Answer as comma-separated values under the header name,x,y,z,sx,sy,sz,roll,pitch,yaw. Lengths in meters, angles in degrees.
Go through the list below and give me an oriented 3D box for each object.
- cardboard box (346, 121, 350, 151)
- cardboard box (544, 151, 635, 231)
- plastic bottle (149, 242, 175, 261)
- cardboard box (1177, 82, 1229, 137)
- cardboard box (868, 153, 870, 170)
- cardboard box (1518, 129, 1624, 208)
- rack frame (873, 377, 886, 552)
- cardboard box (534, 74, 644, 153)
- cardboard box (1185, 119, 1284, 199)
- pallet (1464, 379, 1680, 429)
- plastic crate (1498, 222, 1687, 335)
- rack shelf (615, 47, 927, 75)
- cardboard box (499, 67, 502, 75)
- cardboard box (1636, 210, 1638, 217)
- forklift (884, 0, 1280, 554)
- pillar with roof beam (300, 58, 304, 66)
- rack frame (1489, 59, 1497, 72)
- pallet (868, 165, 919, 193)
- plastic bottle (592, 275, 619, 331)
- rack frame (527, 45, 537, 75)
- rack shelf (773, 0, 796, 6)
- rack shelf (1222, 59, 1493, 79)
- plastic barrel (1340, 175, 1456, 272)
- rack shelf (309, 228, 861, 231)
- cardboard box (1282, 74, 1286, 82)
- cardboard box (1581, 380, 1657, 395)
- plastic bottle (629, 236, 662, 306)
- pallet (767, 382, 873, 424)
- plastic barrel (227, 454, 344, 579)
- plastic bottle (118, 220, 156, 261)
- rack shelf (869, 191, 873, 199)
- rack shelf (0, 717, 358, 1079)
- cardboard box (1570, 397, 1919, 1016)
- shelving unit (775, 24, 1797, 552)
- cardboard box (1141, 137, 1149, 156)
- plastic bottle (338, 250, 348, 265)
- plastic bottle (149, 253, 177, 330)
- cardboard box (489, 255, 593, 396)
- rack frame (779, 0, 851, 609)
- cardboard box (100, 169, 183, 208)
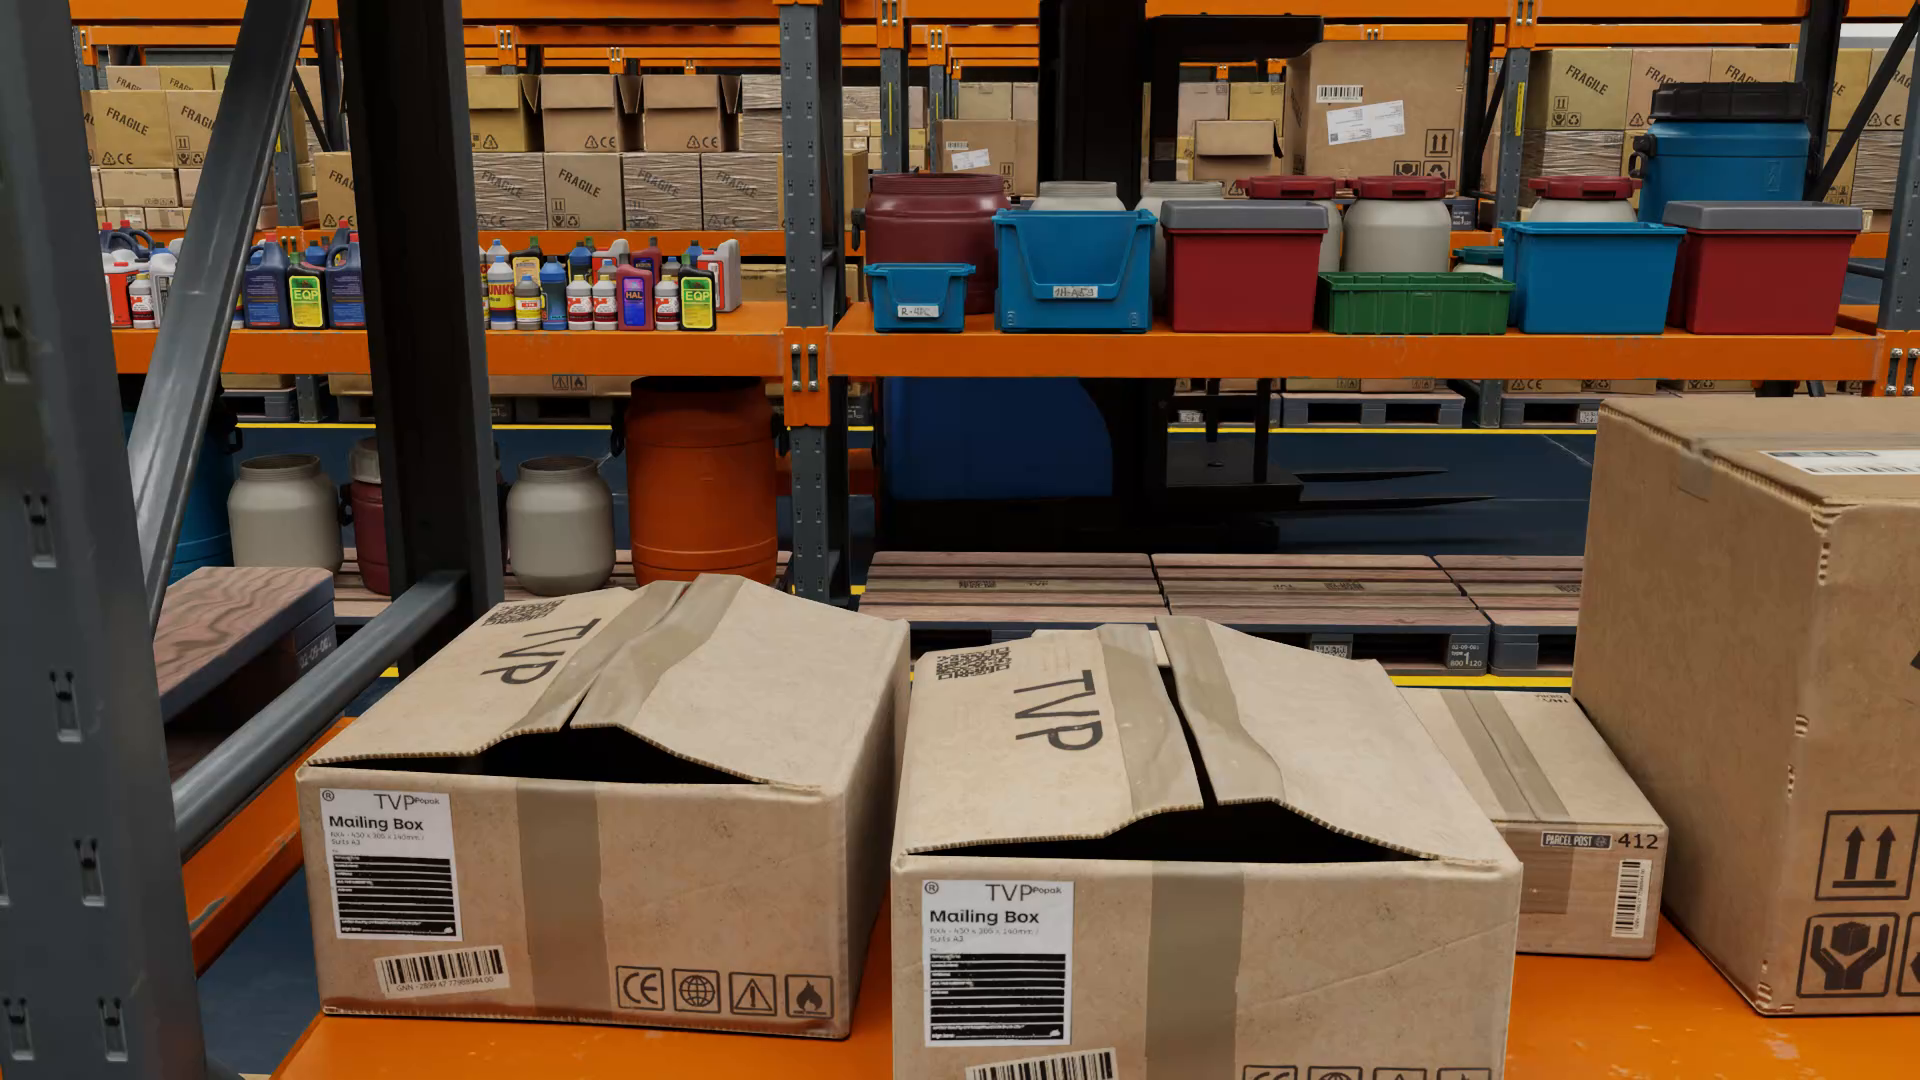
name,x,y,z,sx,sy,sz,roll,pitch,yaw
cardboard box,-5.712,-3.765,15.953,0.500,0.500,0.500,0,15,1
cardboard box,-2.460,-2.344,11.148,0.500,0.500,0.500,1,15,2
plastic bottle,-3.272,-1.088,6.835,0.097,0.271,0.097,0,15,0
cardboard box,2.276,-4.123,15.930,0.500,0.500,0.700,0,15,2
cardboard box,-0.960,-3.579,15.693,0.250,0.149,0.380,0,15,1
cardboard box,4.013,-2.492,11.126,0.500,0.500,0.875,0,15,1
rack frame,-0.396,-0.521,8.108,0.032,1.125,0.500,-1,15,-5
cardboard box,0.711,-3.222,11.045,7.084,1.250,1.196,0,15,-1
cardboard box,1.829,-2.559,11.135,0.637,0.503,0.797,2,15,7
pallet,4.237,-0.975,11.621,1.213,0.211,1.003,0,15,1
plastic crate,2.327,-0.976,6.189,0.575,0.384,0.392,0,15,1
rack shelf,-2.180,-5.987,20.684,4.000,0.370,1.077,0,15,1
cardboard box,-4.650,-4.376,16.306,0.500,0.500,0.500,1,15,3
cardboard box,4.522,-2.120,10.989,0.250,0.149,0.380,0,15,1
forklift,19.834,0.460,1.025,38.947,2.843,19.219,-1,15,-5
pillar with roof beam,-10.838,-8.240,21.933,0.400,9.000,9.100,0,15,1
rack frame,7.939,-6.086,25.526,0.127,3.000,1.000,0,15,1
pallet,-0.922,-3.494,16.078,1.003,0.211,1.213,0,15,1
plastic bottle,-1.322,-0.886,6.208,0.097,0.201,0.097,0,15,0
rack frame,-4.205,-3.634,16.234,0.053,2.616,0.949,0,15,1
rack shelf,-2.560,-2.197,6.318,4.000,0.370,1.077,0,15,1
rack shelf,5.940,-7.201,25.285,4.000,0.370,1.077,0,15,1
plastic barrel,1.754,-1.188,6.697,0.433,0.535,0.433,0,15,0
rack shelf,-2.434,-2.104,11.463,3.809,0.124,0.919,0,15,1
cardboard box,4.252,-5.463,20.428,0.500,0.500,0.700,0,15,1
cardboard box,4.536,-1.298,11.458,0.500,0.500,0.500,5,16,19
plastic bottle,-1.312,-1.124,6.949,0.133,0.283,0.061,0,15,1
pallet,-1.220,-1.021,11.795,1.213,0.211,1.003,0,15,1
plastic barrel,-2.746,-0.069,6.774,0.421,0.512,0.421,0,15,0
plastic bottle,-3.447,-1.160,6.953,0.185,0.351,0.144,0,15,1
rack shelf,-2.206,-3.274,16.280,4.000,0.370,1.077,0,15,1
rack shelf,-2.690,0.516,1.913,4.000,0.370,1.077,0,15,1
cardboard box,0.987,0.140,1.733,0.500,0.500,0.500,0,15,-2
shelving unit,5.901,-5.368,16.925,16.378,6.000,18.801,-1,15,-5
cardboard box,1.746,-3.576,15.817,0.500,0.500,0.500,0,15,1
plastic bottle,-2.300,-0.964,6.344,0.133,0.283,0.061,0,15,1
plastic bottle,0.869,-0.389,6.295,7.774,1.356,0.255,0,15,1
cardboard box,-2.899,-1.542,11.645,0.875,0.875,1.225,0,15,-1
rack frame,-0.561,-1.082,6.559,0.127,3.000,1.000,0,15,1
cardboard box,-5.398,-2.381,11.194,0.500,0.250,0.500,1,15,3
